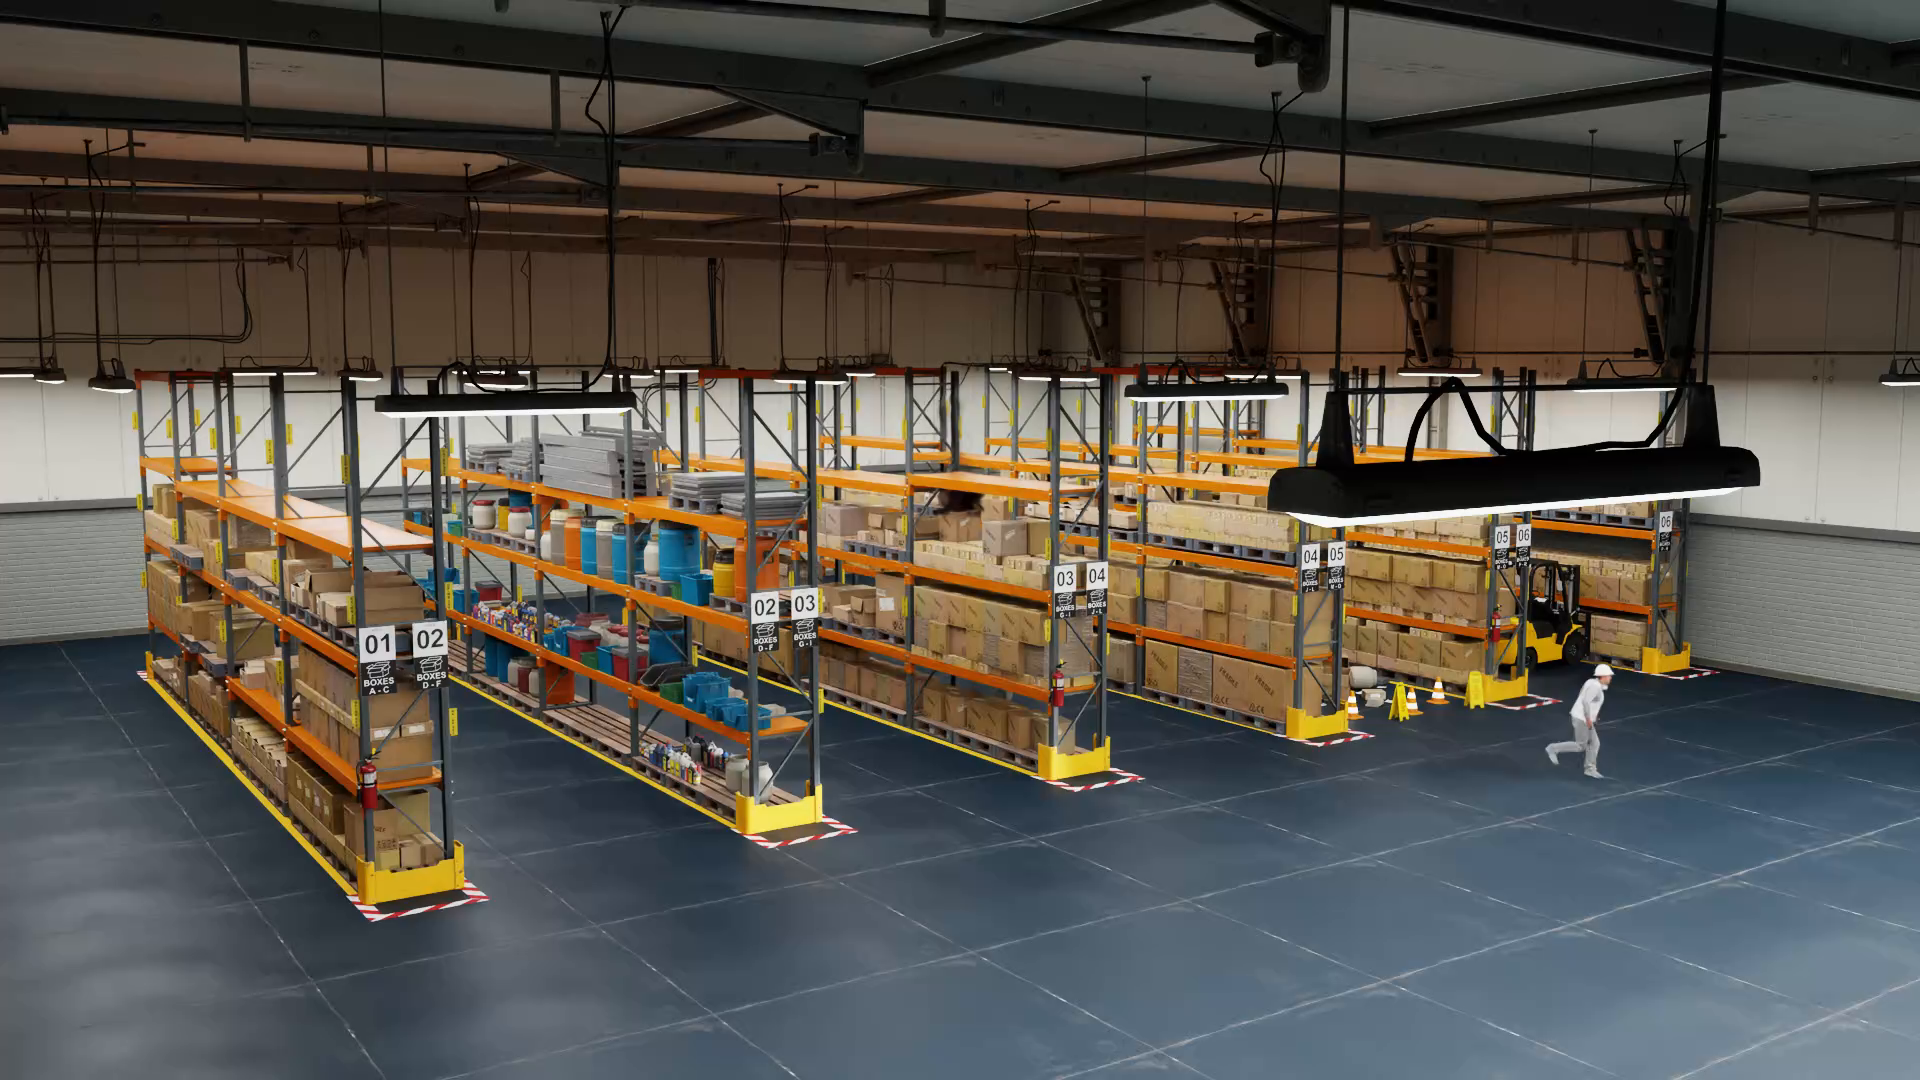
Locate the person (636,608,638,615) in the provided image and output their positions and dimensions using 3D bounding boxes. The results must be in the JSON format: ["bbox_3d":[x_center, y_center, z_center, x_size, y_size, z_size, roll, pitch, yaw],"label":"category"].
[{"bbox_3d":[-7.418,1.050,39.451,0.657,1.863,0.713,-1,7,-12],"label":"person"}]

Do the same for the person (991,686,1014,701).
[{"bbox_3d":[0.864,2.203,29.725,0.730,1.623,0.611,6,9,41],"label":"person"}]

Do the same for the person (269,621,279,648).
[{"bbox_3d":[-13.917,1.810,33.248,0.759,1.610,0.564,5,8,35],"label":"person"}]

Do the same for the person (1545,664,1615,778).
[{"bbox_3d":[9.277,2.700,24.907,0.950,1.727,0.664,1,7,12],"label":"person"}]
